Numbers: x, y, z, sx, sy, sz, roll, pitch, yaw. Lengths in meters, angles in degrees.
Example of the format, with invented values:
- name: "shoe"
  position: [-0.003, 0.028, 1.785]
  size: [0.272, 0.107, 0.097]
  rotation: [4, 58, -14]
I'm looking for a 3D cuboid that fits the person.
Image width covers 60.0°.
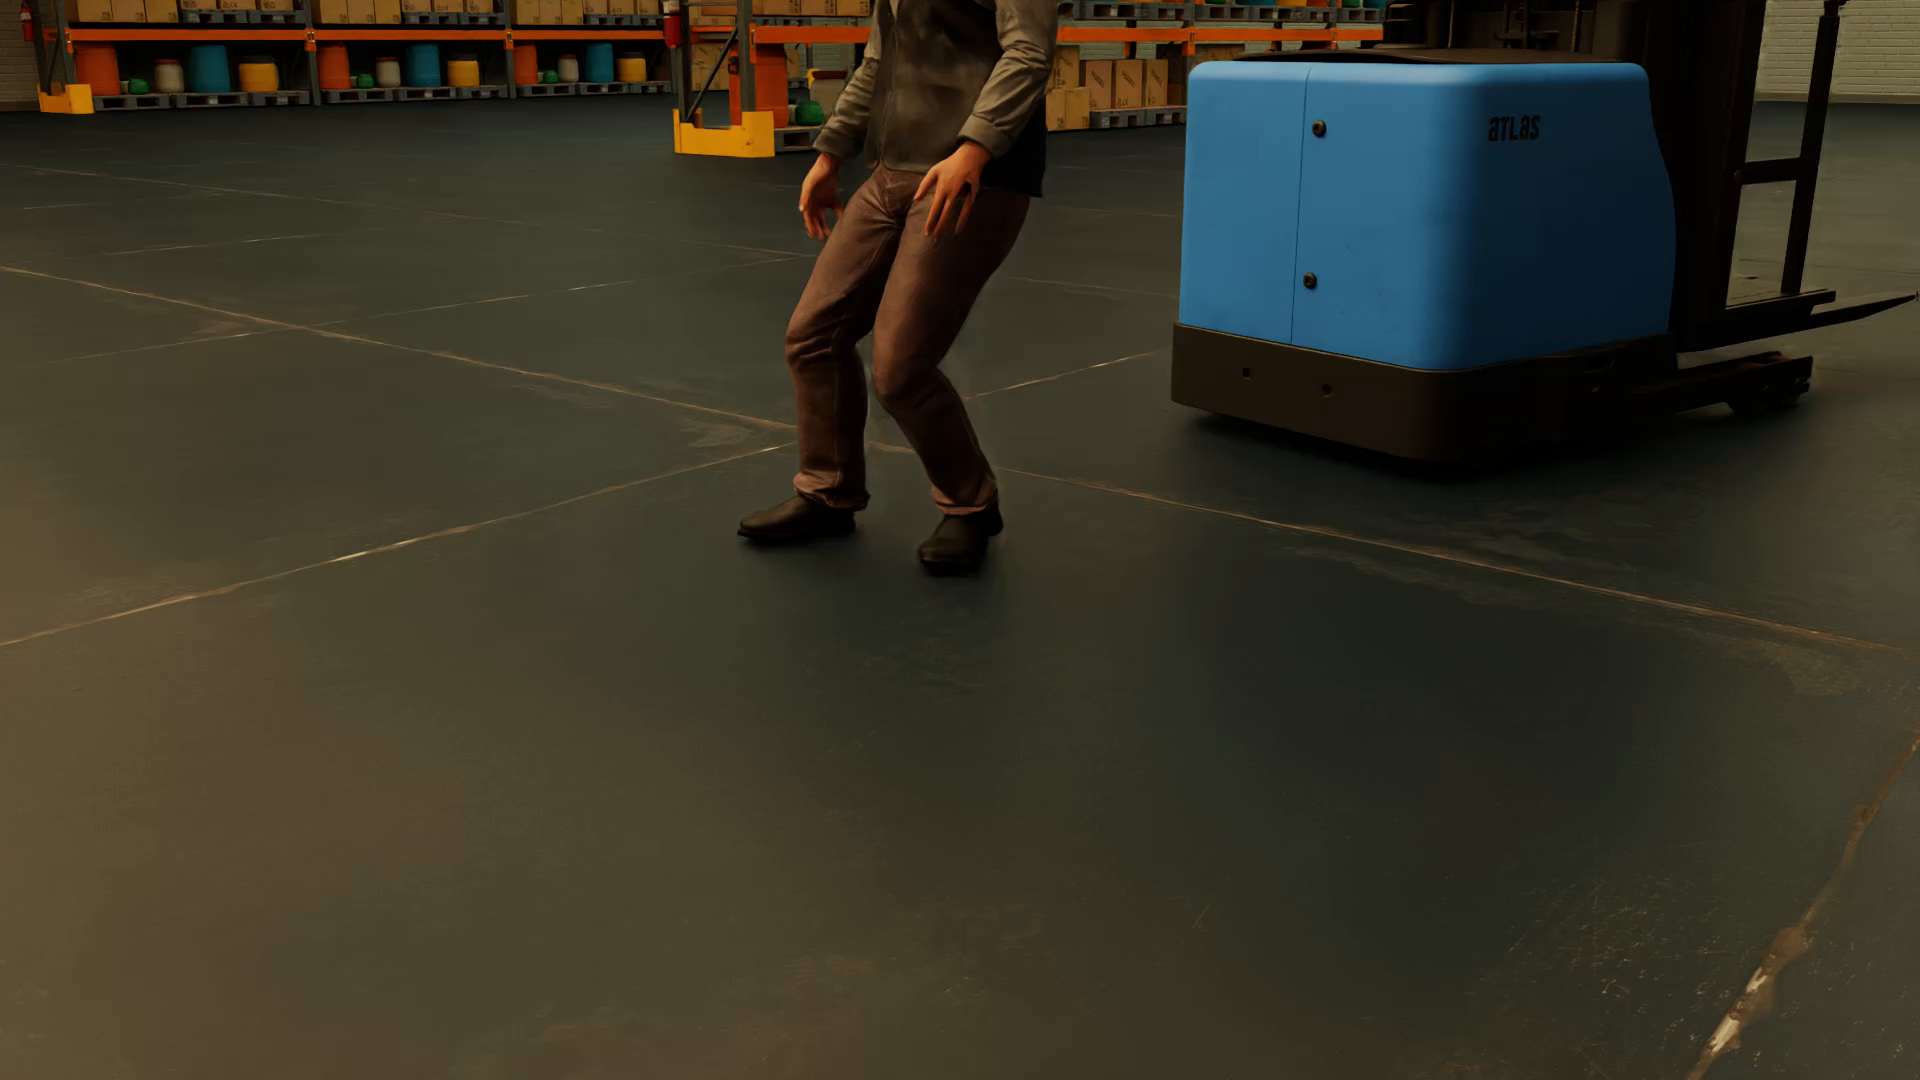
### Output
- name: "person"
  position: [-0.146, -0.773, 3.630]
  size: [0.610, 1.666, 0.717]
  rotation: [-10, 19, -29]

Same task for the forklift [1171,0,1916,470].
- name: "forklift"
  position: [2.133, -1.912, 5.195]
  size: [3.031, 2.935, 1.130]
  rotation: [-12, 21, -35]
